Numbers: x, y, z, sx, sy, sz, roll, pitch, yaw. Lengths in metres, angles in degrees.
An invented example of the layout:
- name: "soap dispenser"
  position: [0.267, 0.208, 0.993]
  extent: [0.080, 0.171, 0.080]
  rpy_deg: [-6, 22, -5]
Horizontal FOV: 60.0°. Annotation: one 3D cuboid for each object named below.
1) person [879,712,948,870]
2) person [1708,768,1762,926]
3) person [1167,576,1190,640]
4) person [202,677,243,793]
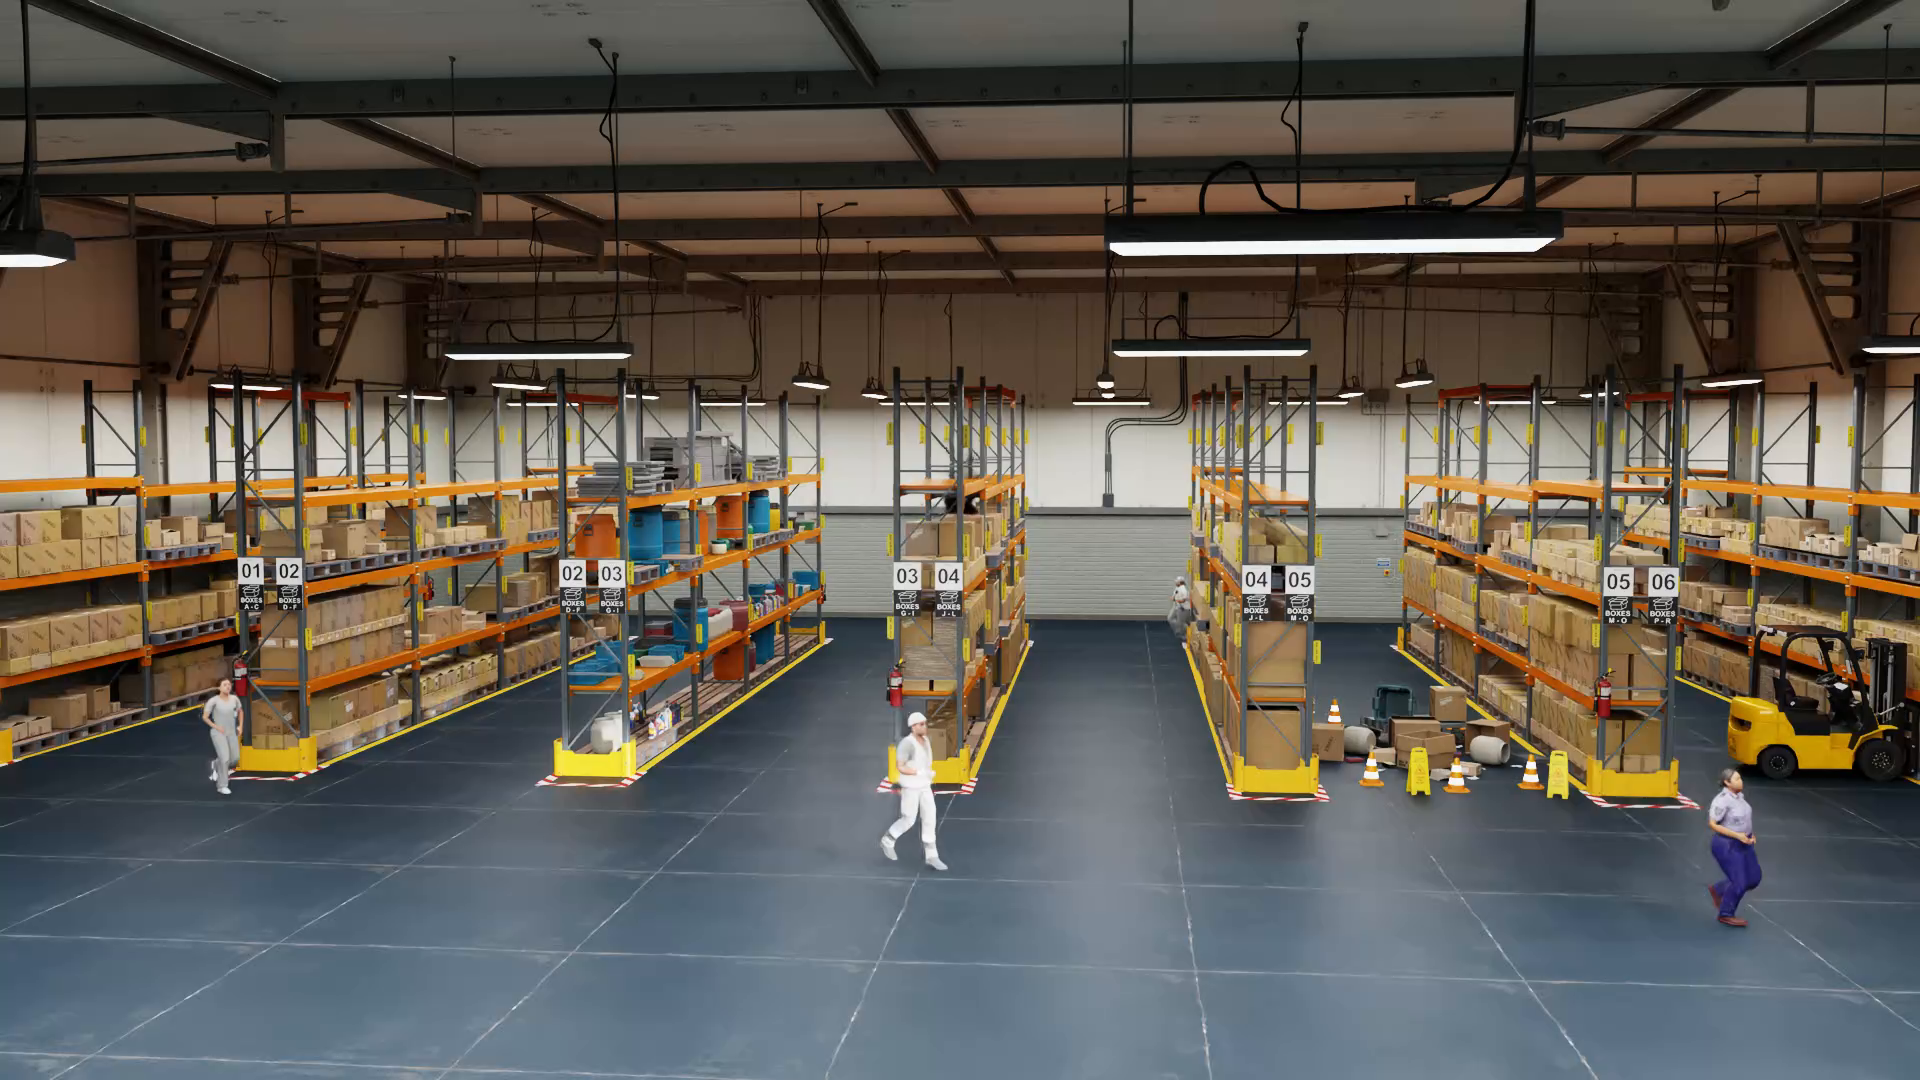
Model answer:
- name: "person"
  position: [-0.530, 2.896, 19.362]
  extent: [0.883, 1.807, 0.682]
  rpy_deg: [2, 4, 35]
- name: "person"
  position: [7.929, 3.142, 17.077]
  extent: [0.603, 1.596, 0.571]
  rpy_deg: [-3, 5, -39]
- name: "person"
  position: [5.430, 1.686, 40.767]
  extent: [0.631, 1.625, 0.748]
  rpy_deg: [-1, 4, -10]
- name: "person"
  position: [-10.423, 2.746, 23.521]
  extent: [0.618, 1.638, 0.608]
  rpy_deg: [3, 4, 38]
